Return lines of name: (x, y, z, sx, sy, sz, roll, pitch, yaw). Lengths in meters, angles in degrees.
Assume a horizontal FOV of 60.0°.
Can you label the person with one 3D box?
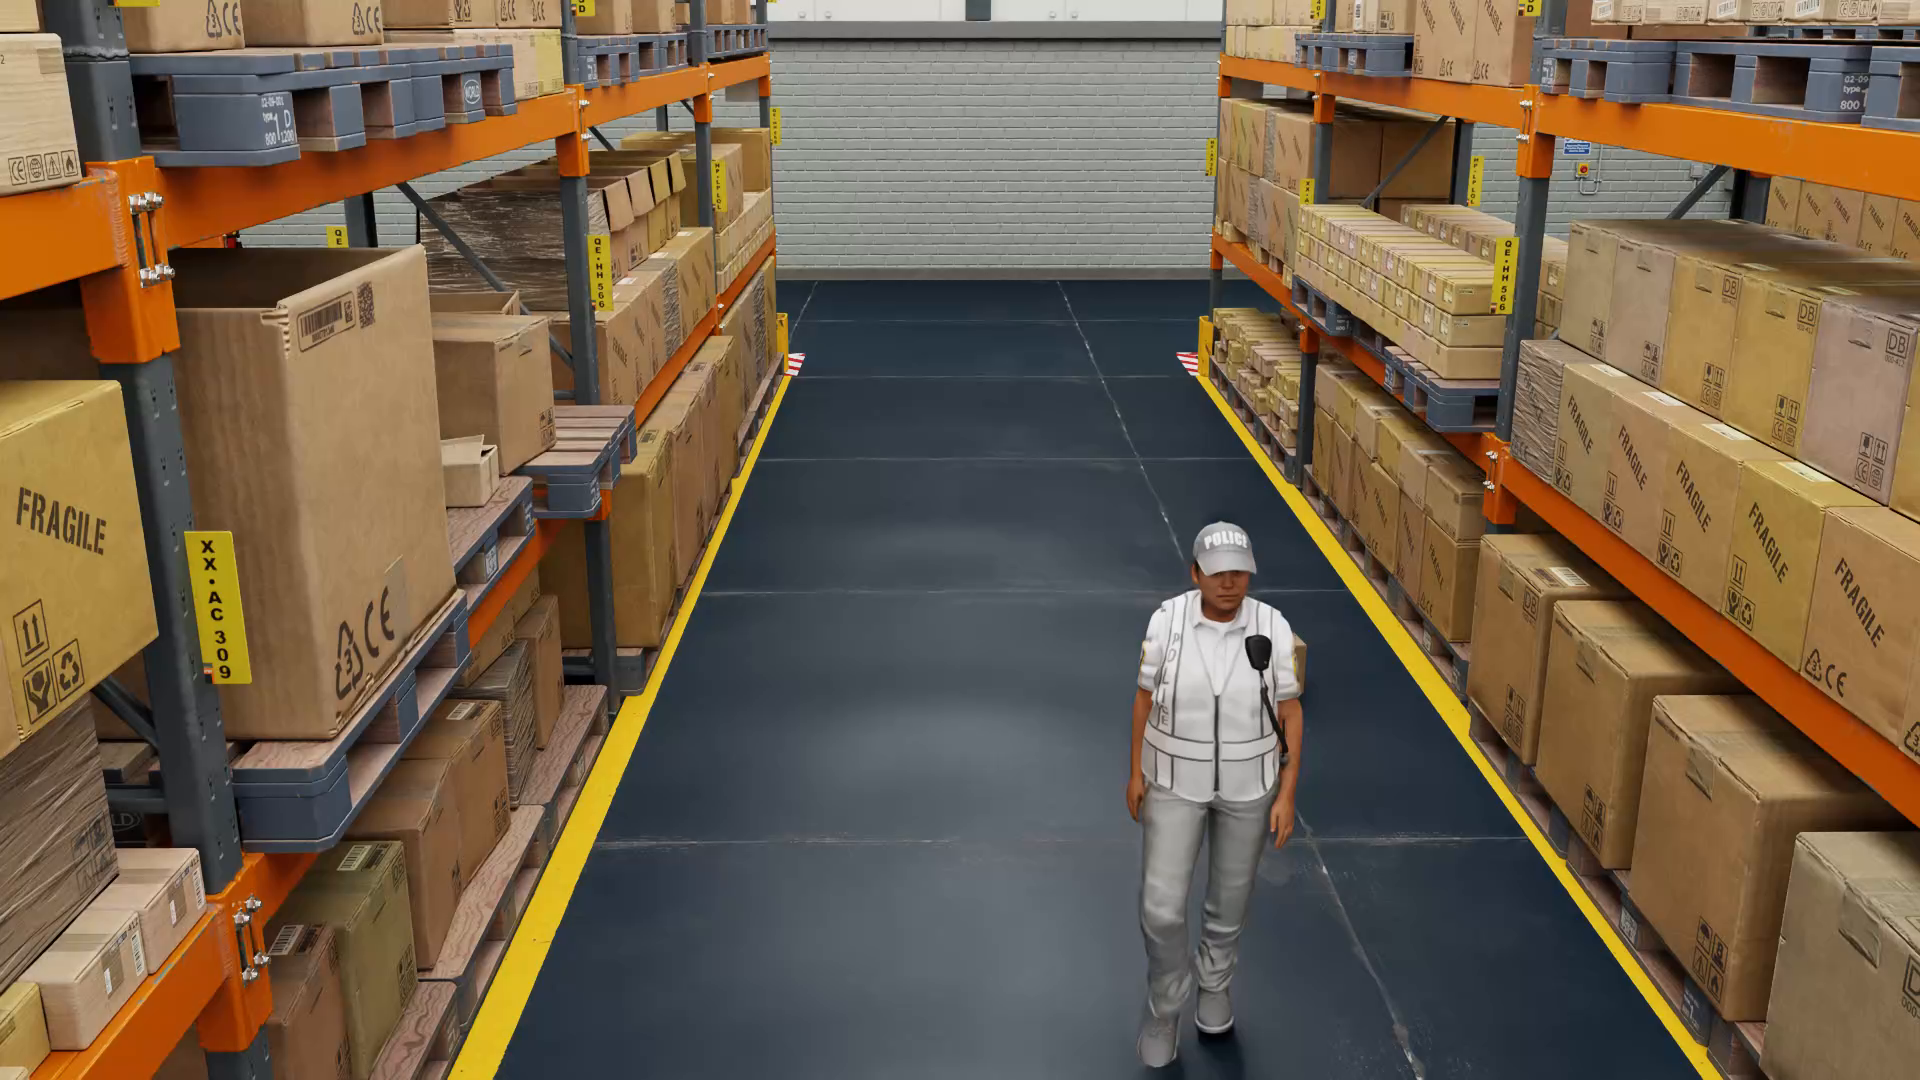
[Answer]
person: (0.766, 0.790, 5.034, 0.512, 1.730, 0.496, 1, 17, 3)
